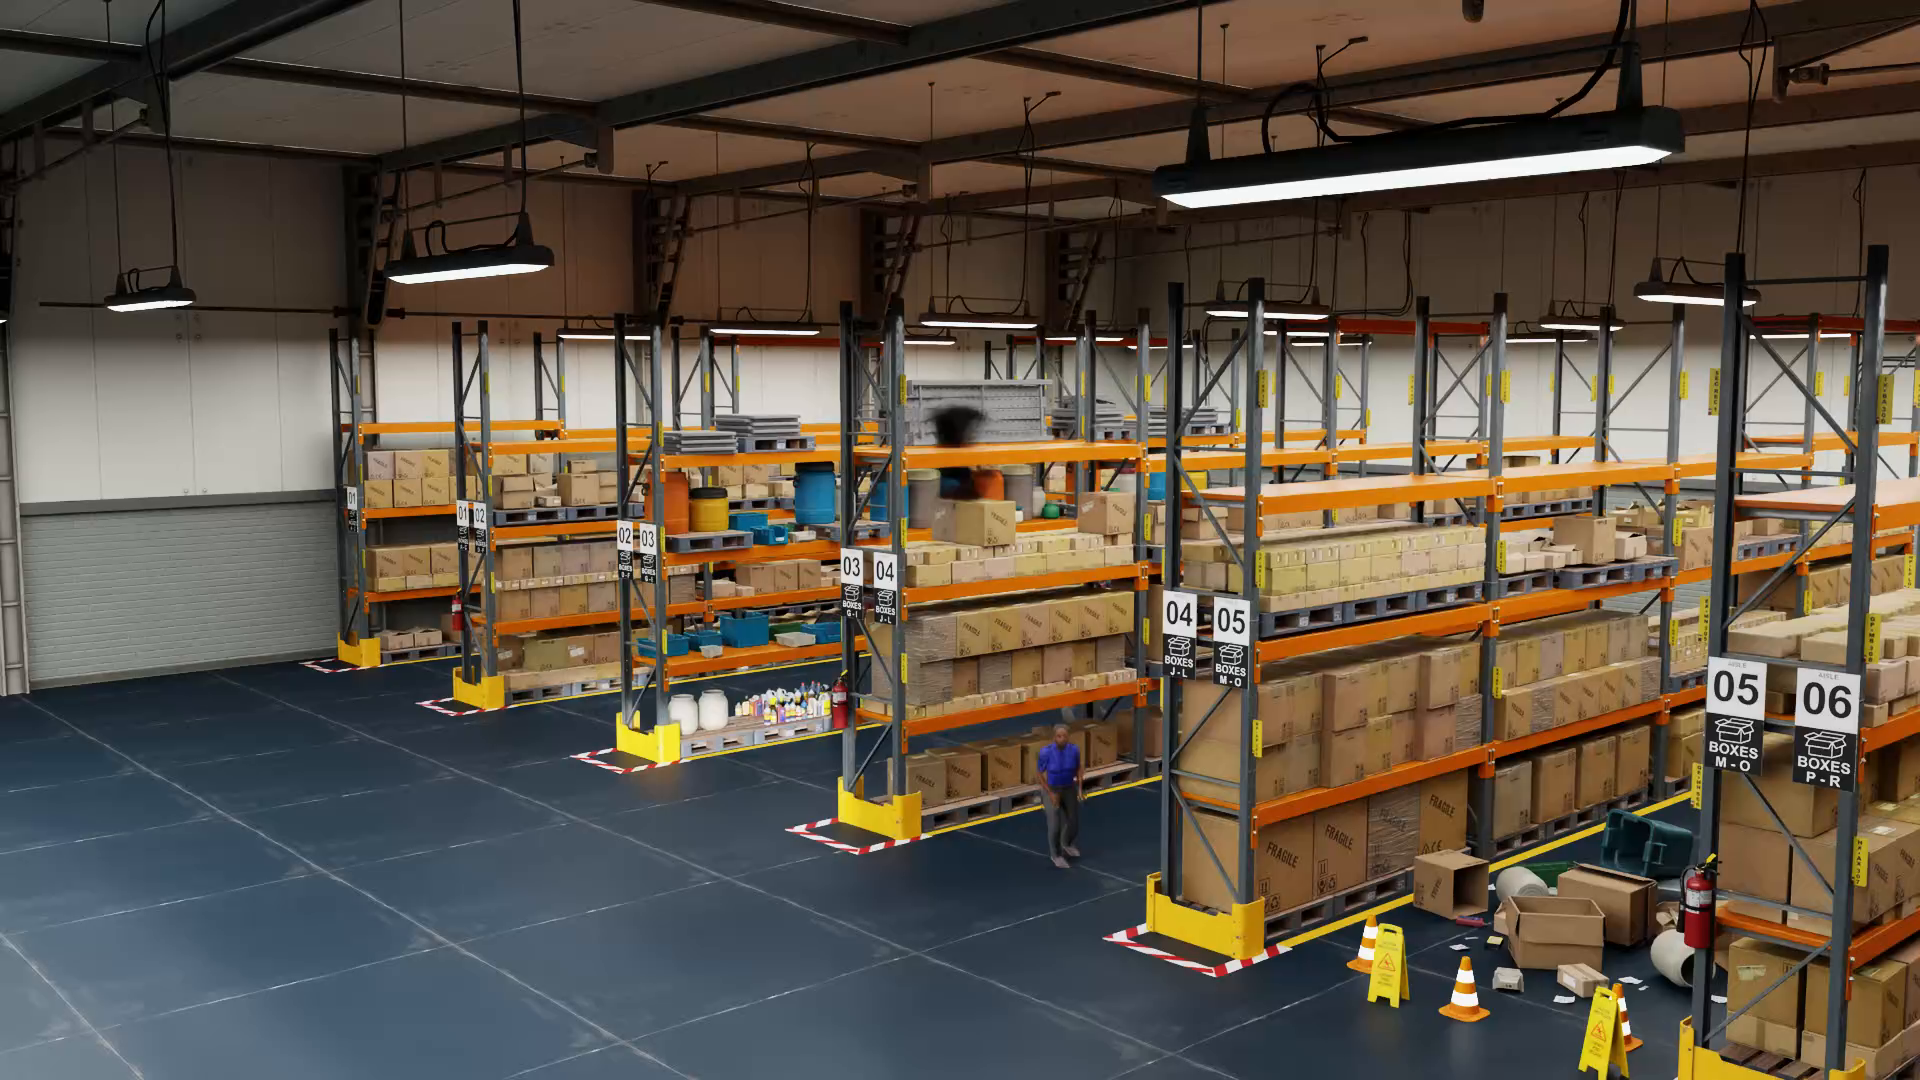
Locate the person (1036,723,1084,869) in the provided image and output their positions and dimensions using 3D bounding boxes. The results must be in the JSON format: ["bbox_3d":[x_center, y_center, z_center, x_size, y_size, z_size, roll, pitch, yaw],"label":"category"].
[{"bbox_3d":[1.048,2.661,17.514,0.573,1.590,0.708,-1,6,-13],"label":"person"}]

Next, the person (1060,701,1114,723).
[{"bbox_3d":[1.796,2.083,23.415,1.041,1.451,0.622,-2,6,-23],"label":"person"}]
